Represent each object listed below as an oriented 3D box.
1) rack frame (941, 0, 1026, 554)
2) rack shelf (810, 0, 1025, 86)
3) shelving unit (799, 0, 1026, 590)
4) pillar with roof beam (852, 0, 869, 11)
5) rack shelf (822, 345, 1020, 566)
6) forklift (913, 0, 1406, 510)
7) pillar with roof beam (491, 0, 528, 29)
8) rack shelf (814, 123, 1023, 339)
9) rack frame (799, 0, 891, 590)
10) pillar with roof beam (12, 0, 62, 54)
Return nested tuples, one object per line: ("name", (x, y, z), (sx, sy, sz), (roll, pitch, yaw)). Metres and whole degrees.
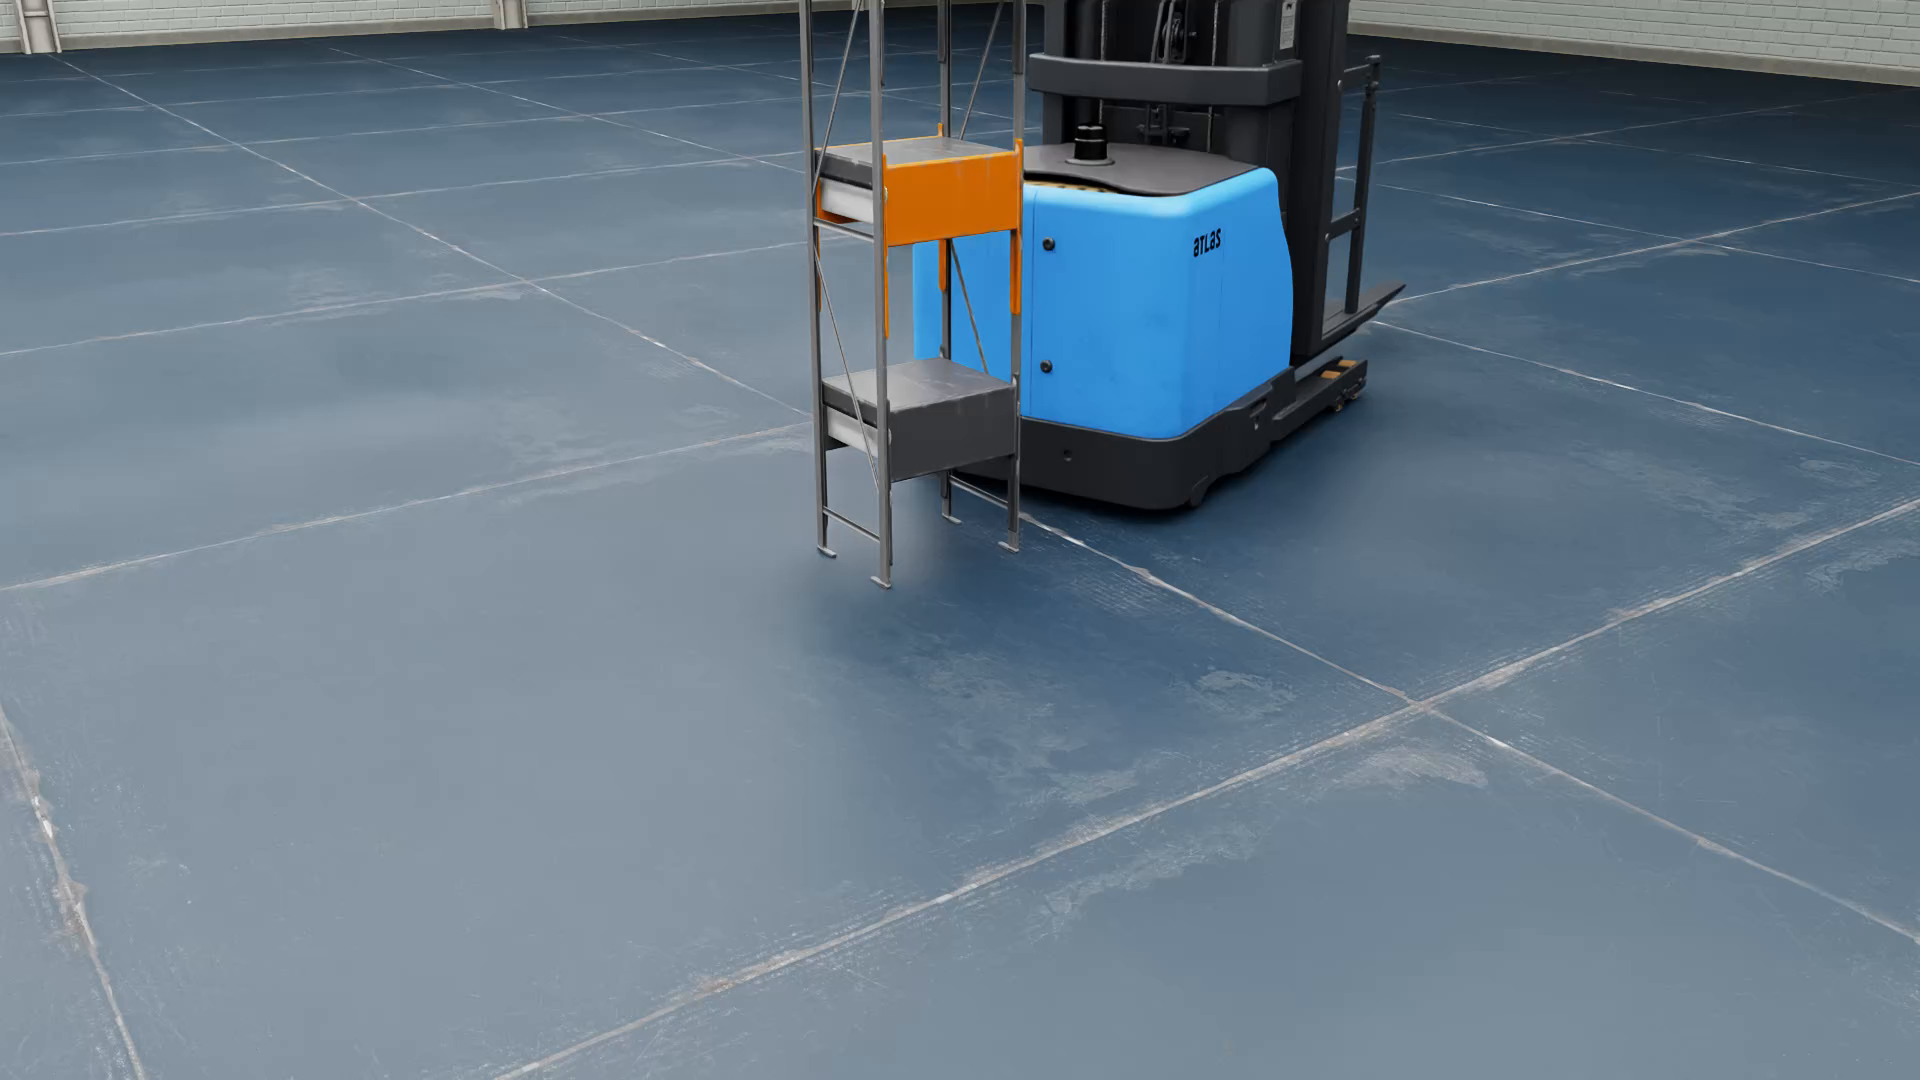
("rack frame", (0.064, -0.992, 5.050), (0.015, 2.100, 0.400), (-15, 26, -33))
("rack shelf", (-0.134, -1.577, 4.663), (0.480, 0.518, 0.431), (-15, 26, -33))
("shelving unit", (-0.134, -0.939, 4.917), (0.503, 2.100, 0.431), (-15, 26, -33))
("pillar with roof beam", (0.998, -11.466, 21.990), (0.400, 9.000, 9.100), (-15, 26, -33))
("rack shelf", (-0.134, -0.277, 5.182), (0.480, 0.518, 0.431), (-15, 26, -33))
("forklift", (1.023, -1.957, 6.347), (1.130, 2.935, 3.031), (13, 25, 29))
("pillar with roof beam", (-3.872, -10.168, 18.735), (0.400, 9.000, 9.100), (-15, 26, -33))
("rack shelf", (-0.134, -0.927, 4.922), (0.480, 0.518, 0.431), (-15, 26, -33))
("rack frame", (-0.332, -0.887, 4.785), (0.015, 2.100, 0.400), (-15, 26, -33))
("pillar with roof beam", (-8.743, -8.869, 15.481), (0.400, 9.000, 9.100), (-15, 26, -33))
